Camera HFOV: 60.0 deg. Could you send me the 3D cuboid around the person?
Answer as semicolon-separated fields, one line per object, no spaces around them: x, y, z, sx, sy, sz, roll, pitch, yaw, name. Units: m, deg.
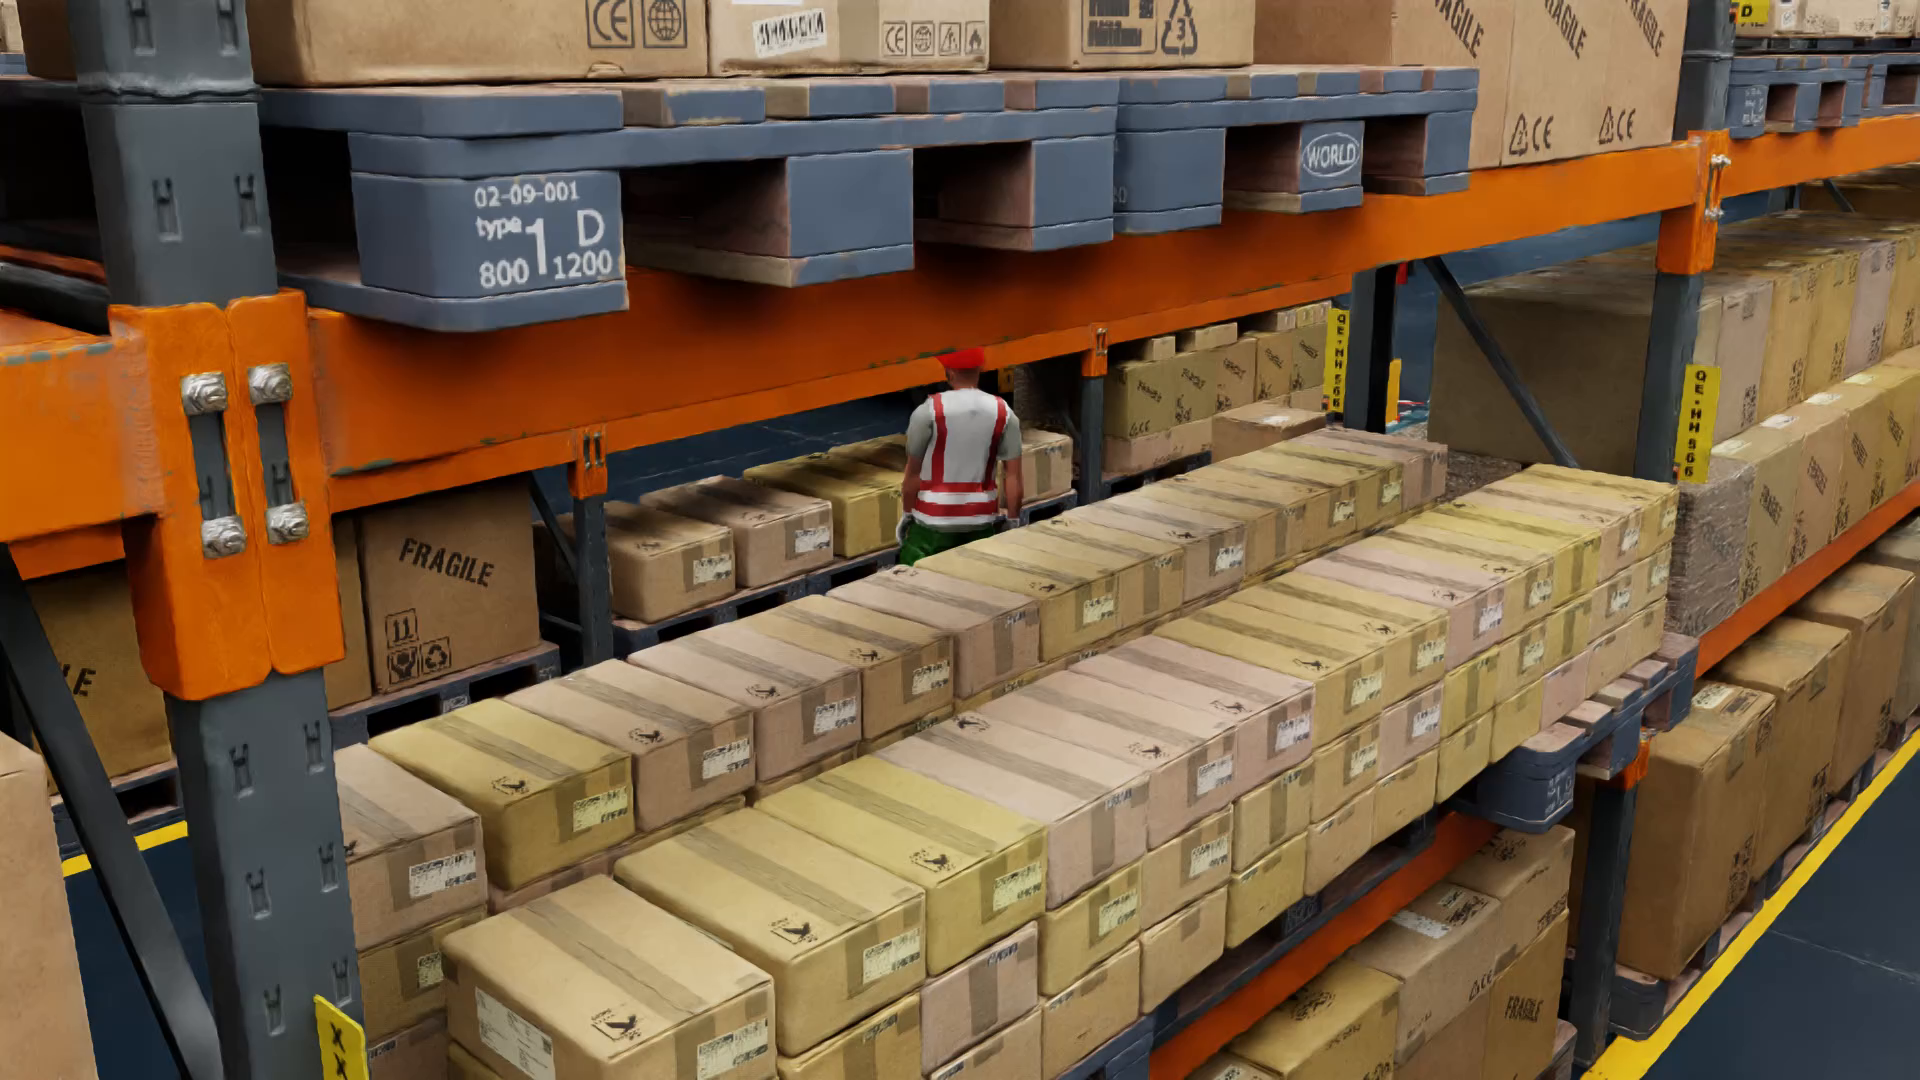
0.042;-0.077;7.704;0.649;1.783;0.656;-6;18;-20;person
